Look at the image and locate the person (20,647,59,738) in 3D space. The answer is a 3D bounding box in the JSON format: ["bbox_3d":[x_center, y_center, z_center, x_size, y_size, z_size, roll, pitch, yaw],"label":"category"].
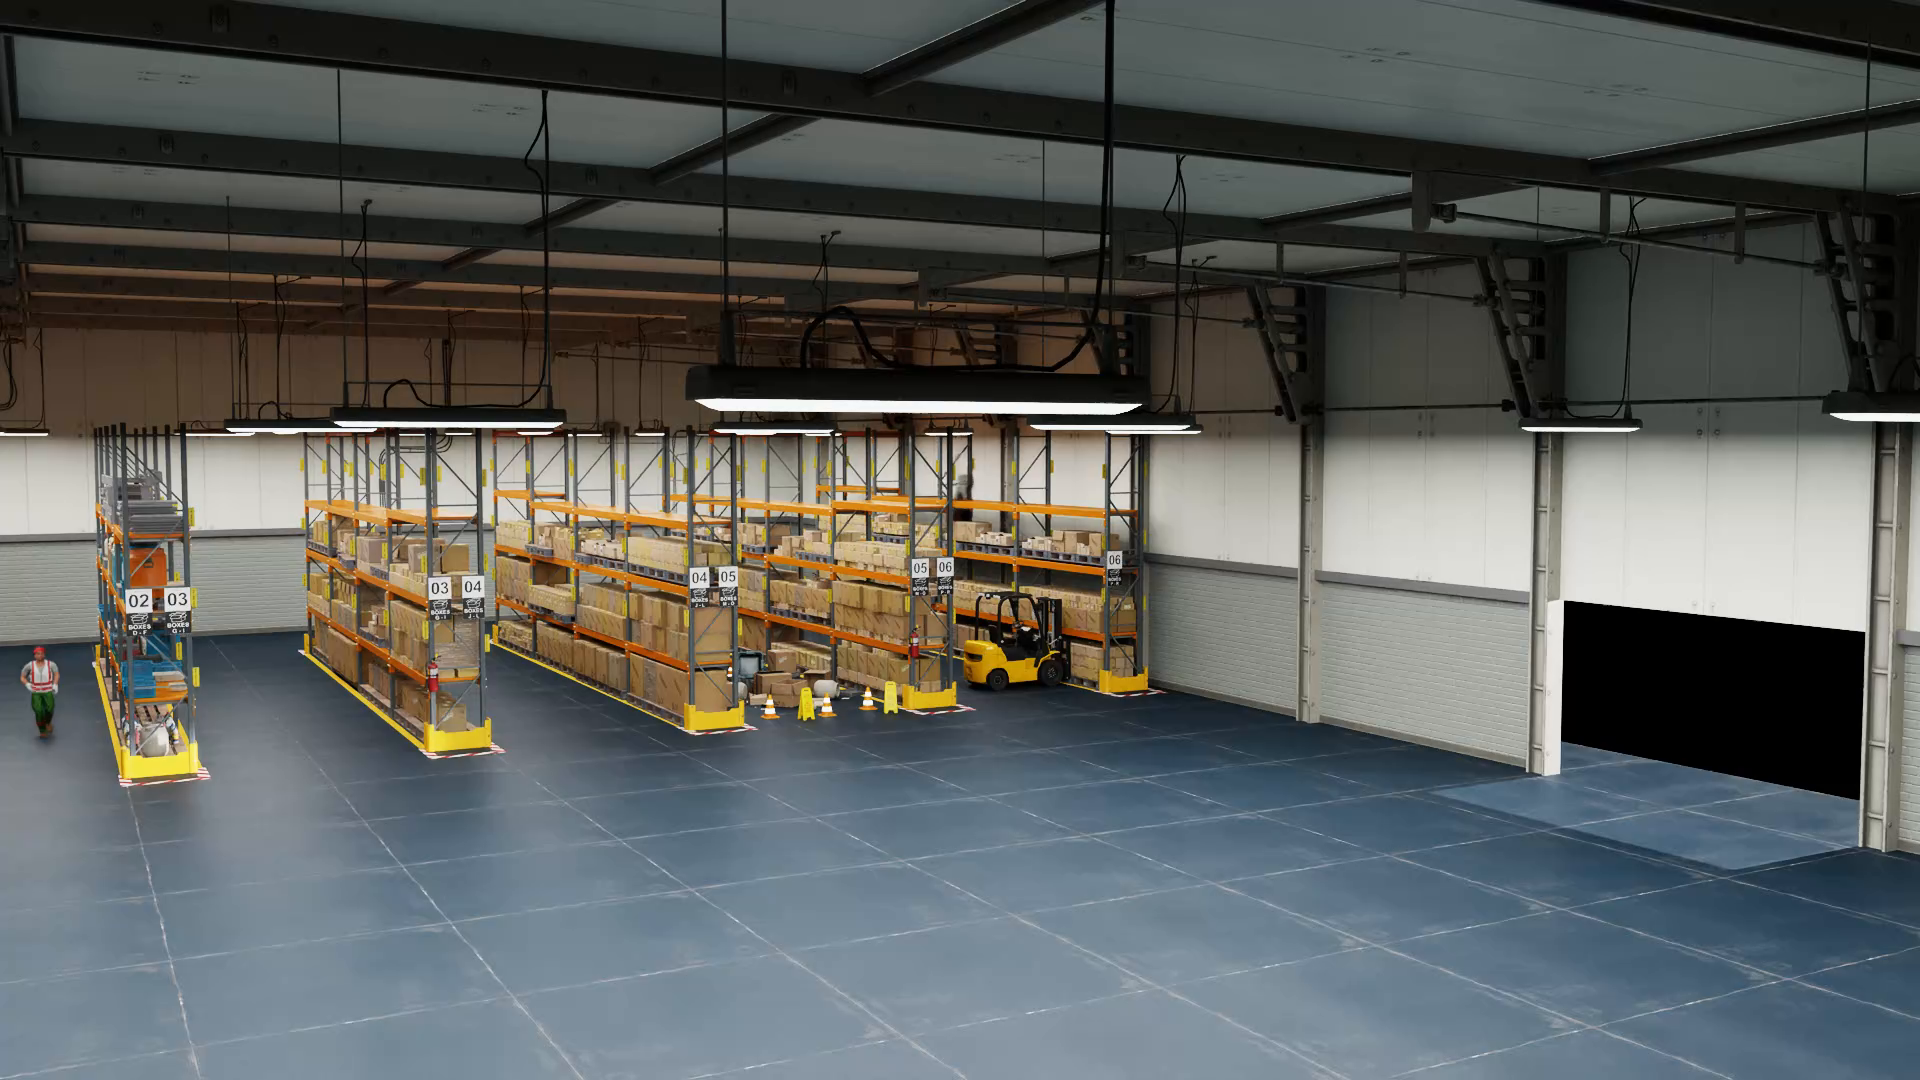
[{"bbox_3d":[-17.626,2.915,31.877,0.661,1.745,0.586,-2,4,-31],"label":"person"}]
